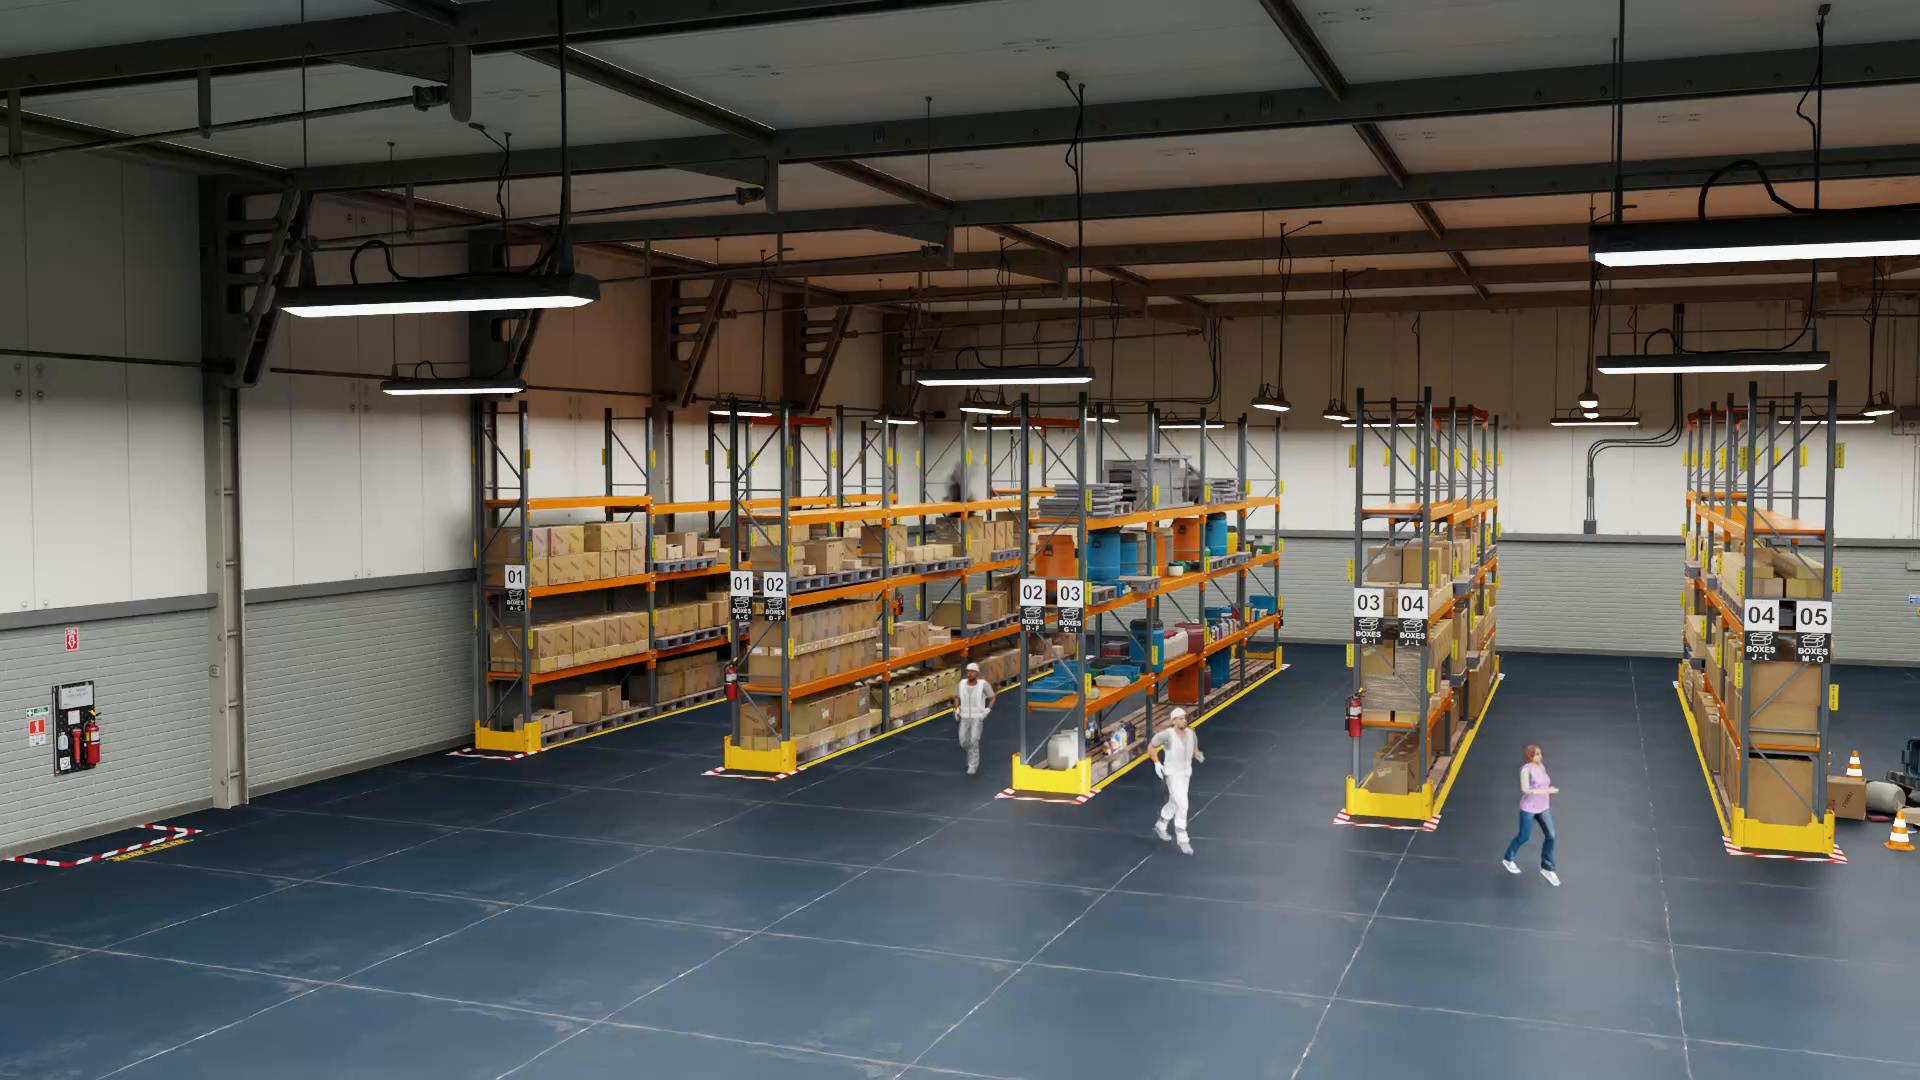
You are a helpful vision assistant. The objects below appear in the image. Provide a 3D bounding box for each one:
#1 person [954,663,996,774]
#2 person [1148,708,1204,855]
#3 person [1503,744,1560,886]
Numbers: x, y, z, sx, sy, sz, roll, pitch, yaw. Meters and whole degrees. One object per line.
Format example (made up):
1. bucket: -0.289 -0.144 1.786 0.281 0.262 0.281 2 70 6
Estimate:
1. person: 0.237 2.837 26.618 0.704 1.755 0.619 1 3 18
2. person: 2.799 3.052 21.378 0.642 1.822 0.828 -2 3 -36
3. person: 6.796 3.244 19.725 0.513 1.616 0.750 -1 3 -28
